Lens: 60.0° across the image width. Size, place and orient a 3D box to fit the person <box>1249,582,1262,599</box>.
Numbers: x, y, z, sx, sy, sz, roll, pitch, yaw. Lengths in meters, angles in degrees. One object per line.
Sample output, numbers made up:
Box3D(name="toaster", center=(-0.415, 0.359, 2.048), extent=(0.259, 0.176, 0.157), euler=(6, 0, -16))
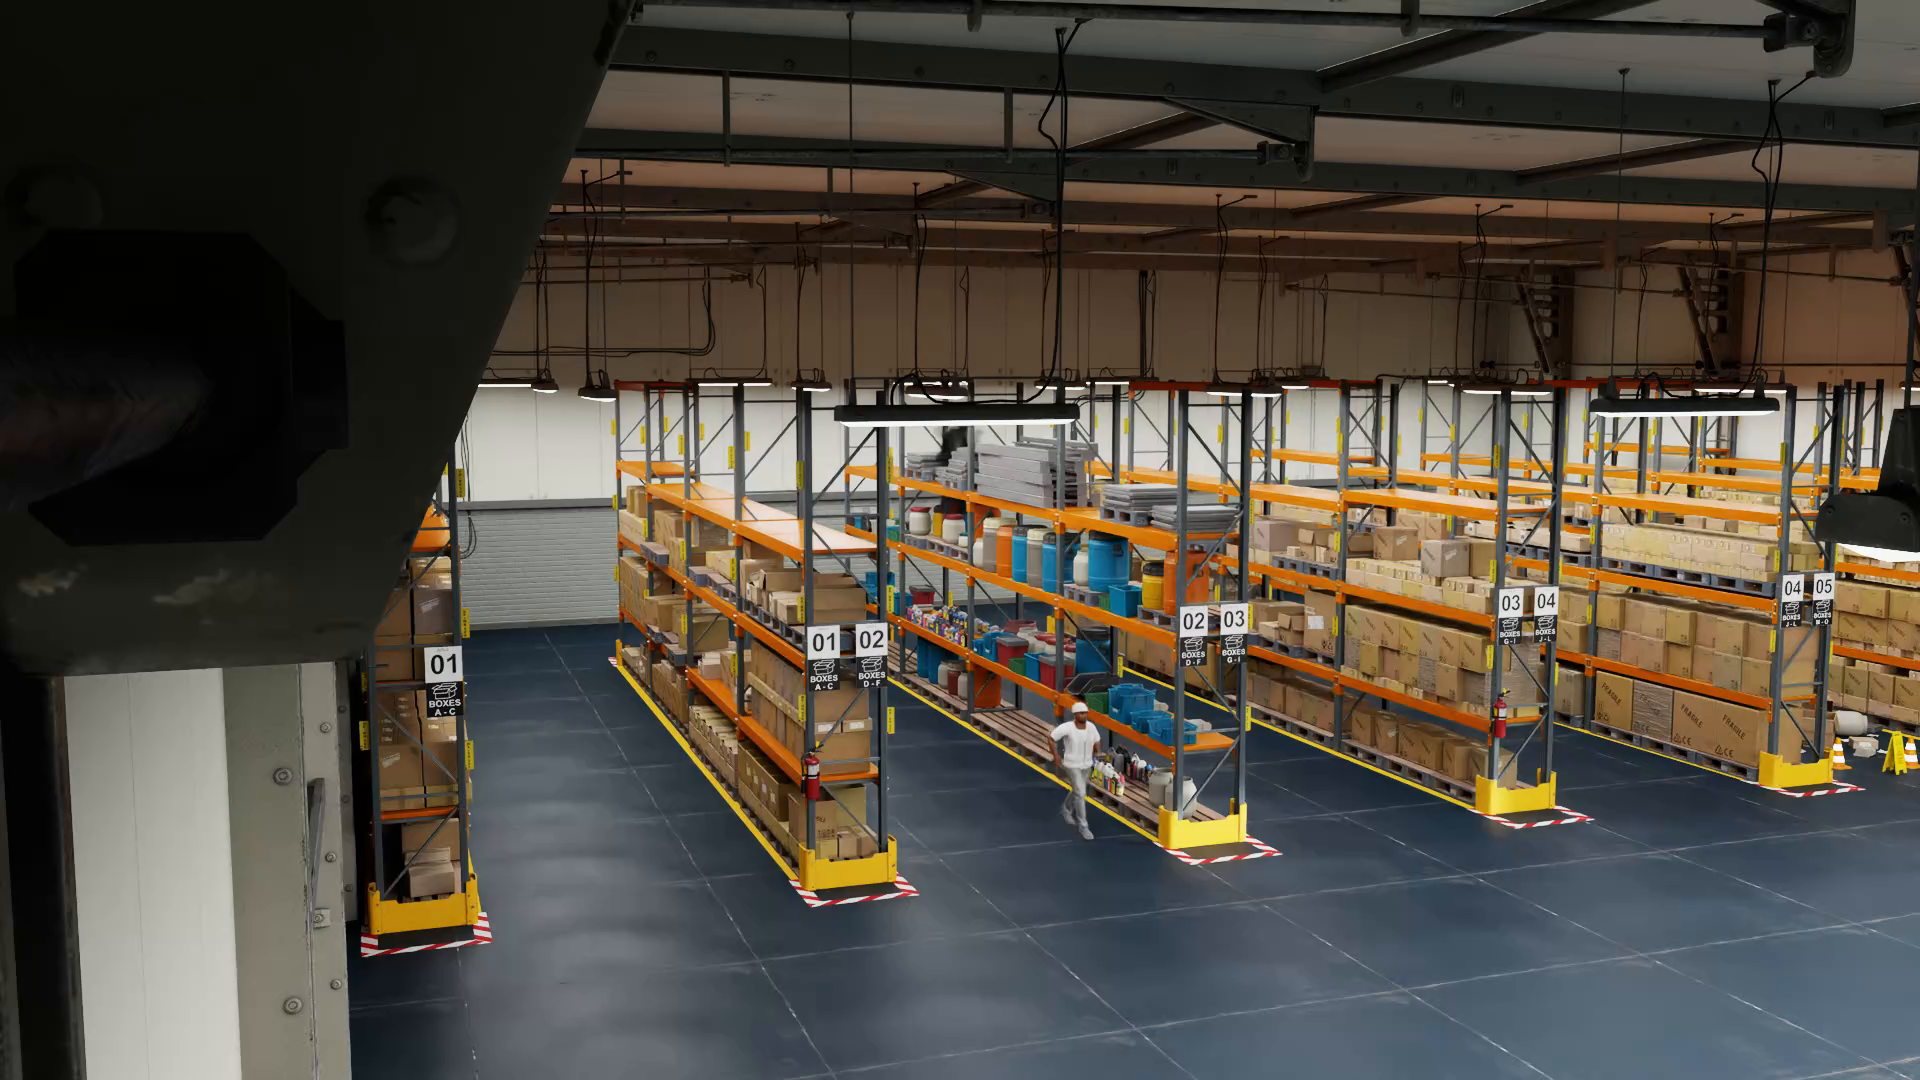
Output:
Box3D(name="person", center=(7.371, 1.135, 41.544), extent=(0.798, 1.603, 0.616), euler=(2, 7, 22))

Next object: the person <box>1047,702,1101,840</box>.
Box3D(name="person", center=(1.607, 3.059, 22.420), extent=(0.707, 1.774, 0.881), euler=(-4, 7, -33))
